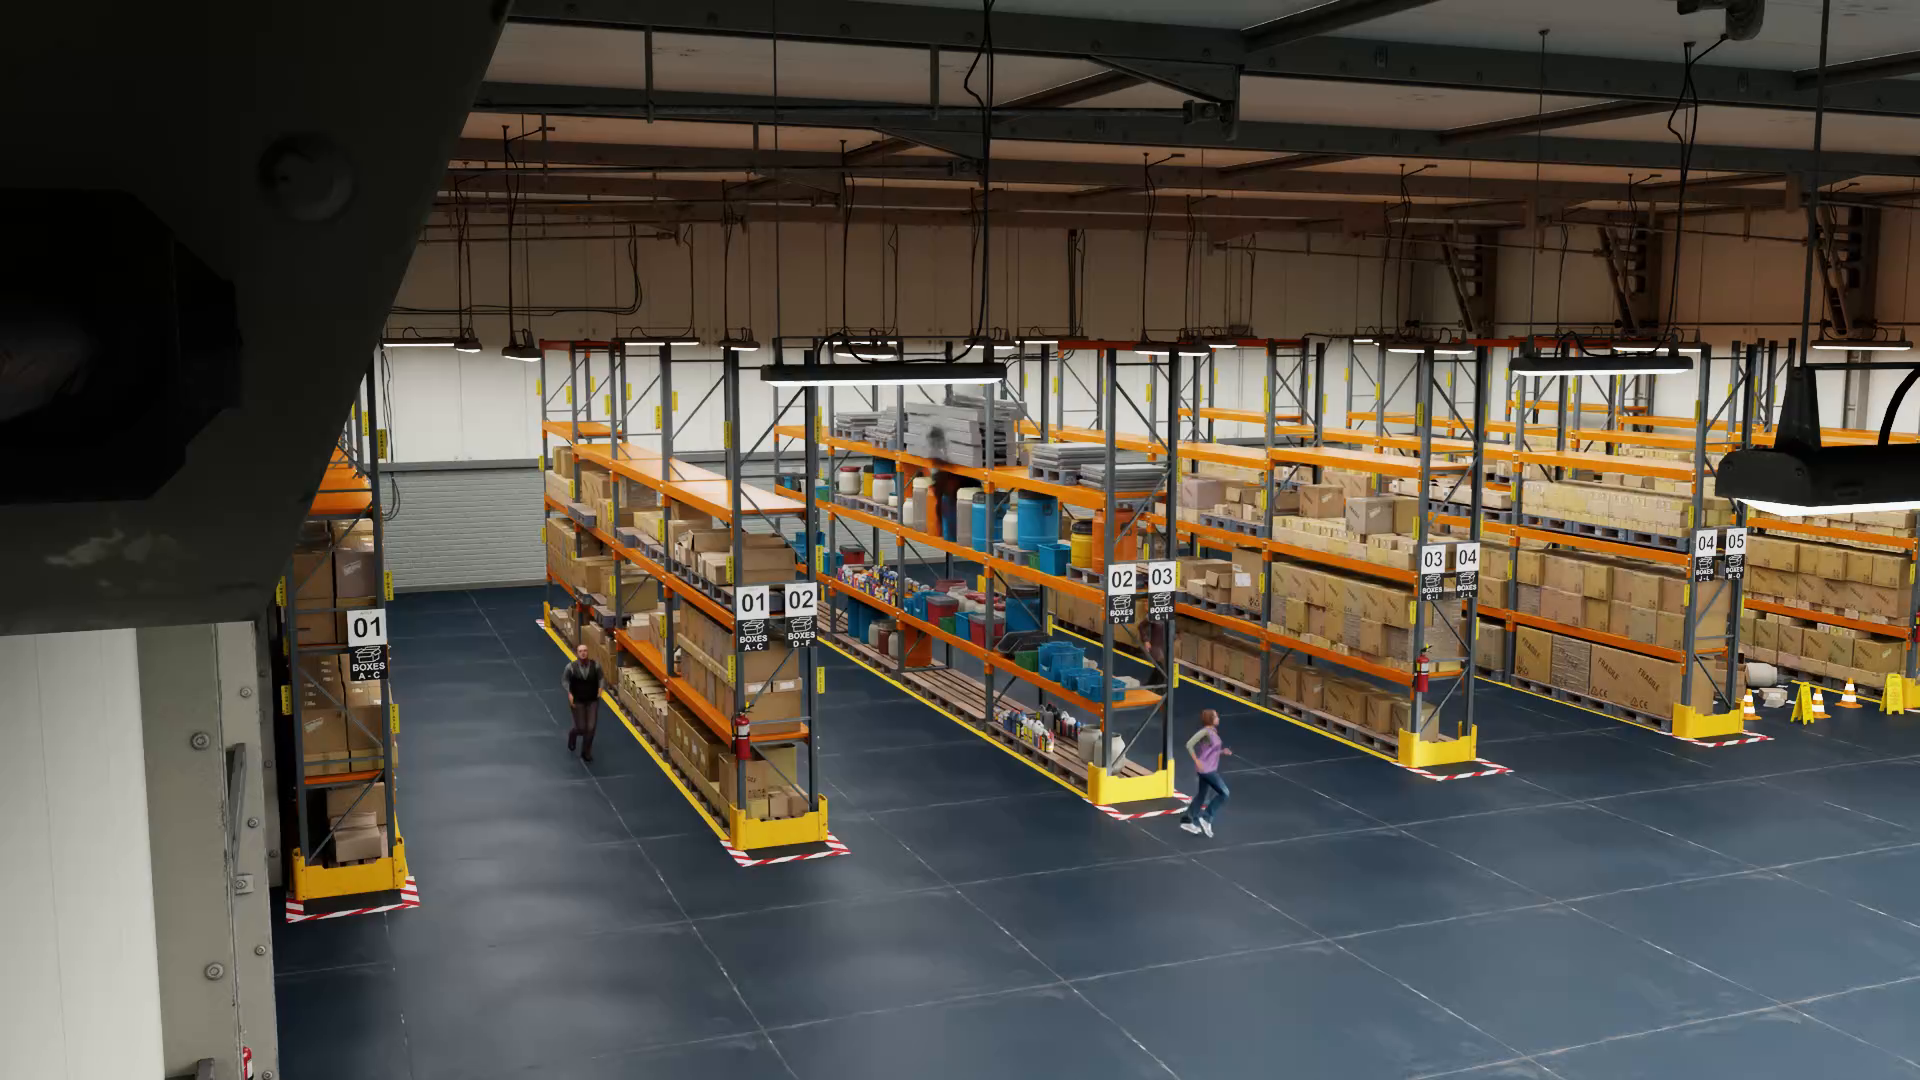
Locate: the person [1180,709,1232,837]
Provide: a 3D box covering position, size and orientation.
[{"bbox_3d":[3.056,2.869,20.633,0.623,1.575,0.519,2,8,13],"label":"person"}]

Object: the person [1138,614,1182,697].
[{"bbox_3d":[3.347,1.866,27.770,0.613,1.815,0.909,-6,9,-38],"label":"person"}]

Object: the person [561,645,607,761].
[{"bbox_3d":[-5.464,2.358,24.252,0.656,1.696,0.627,-3,8,-24],"label":"person"}]
